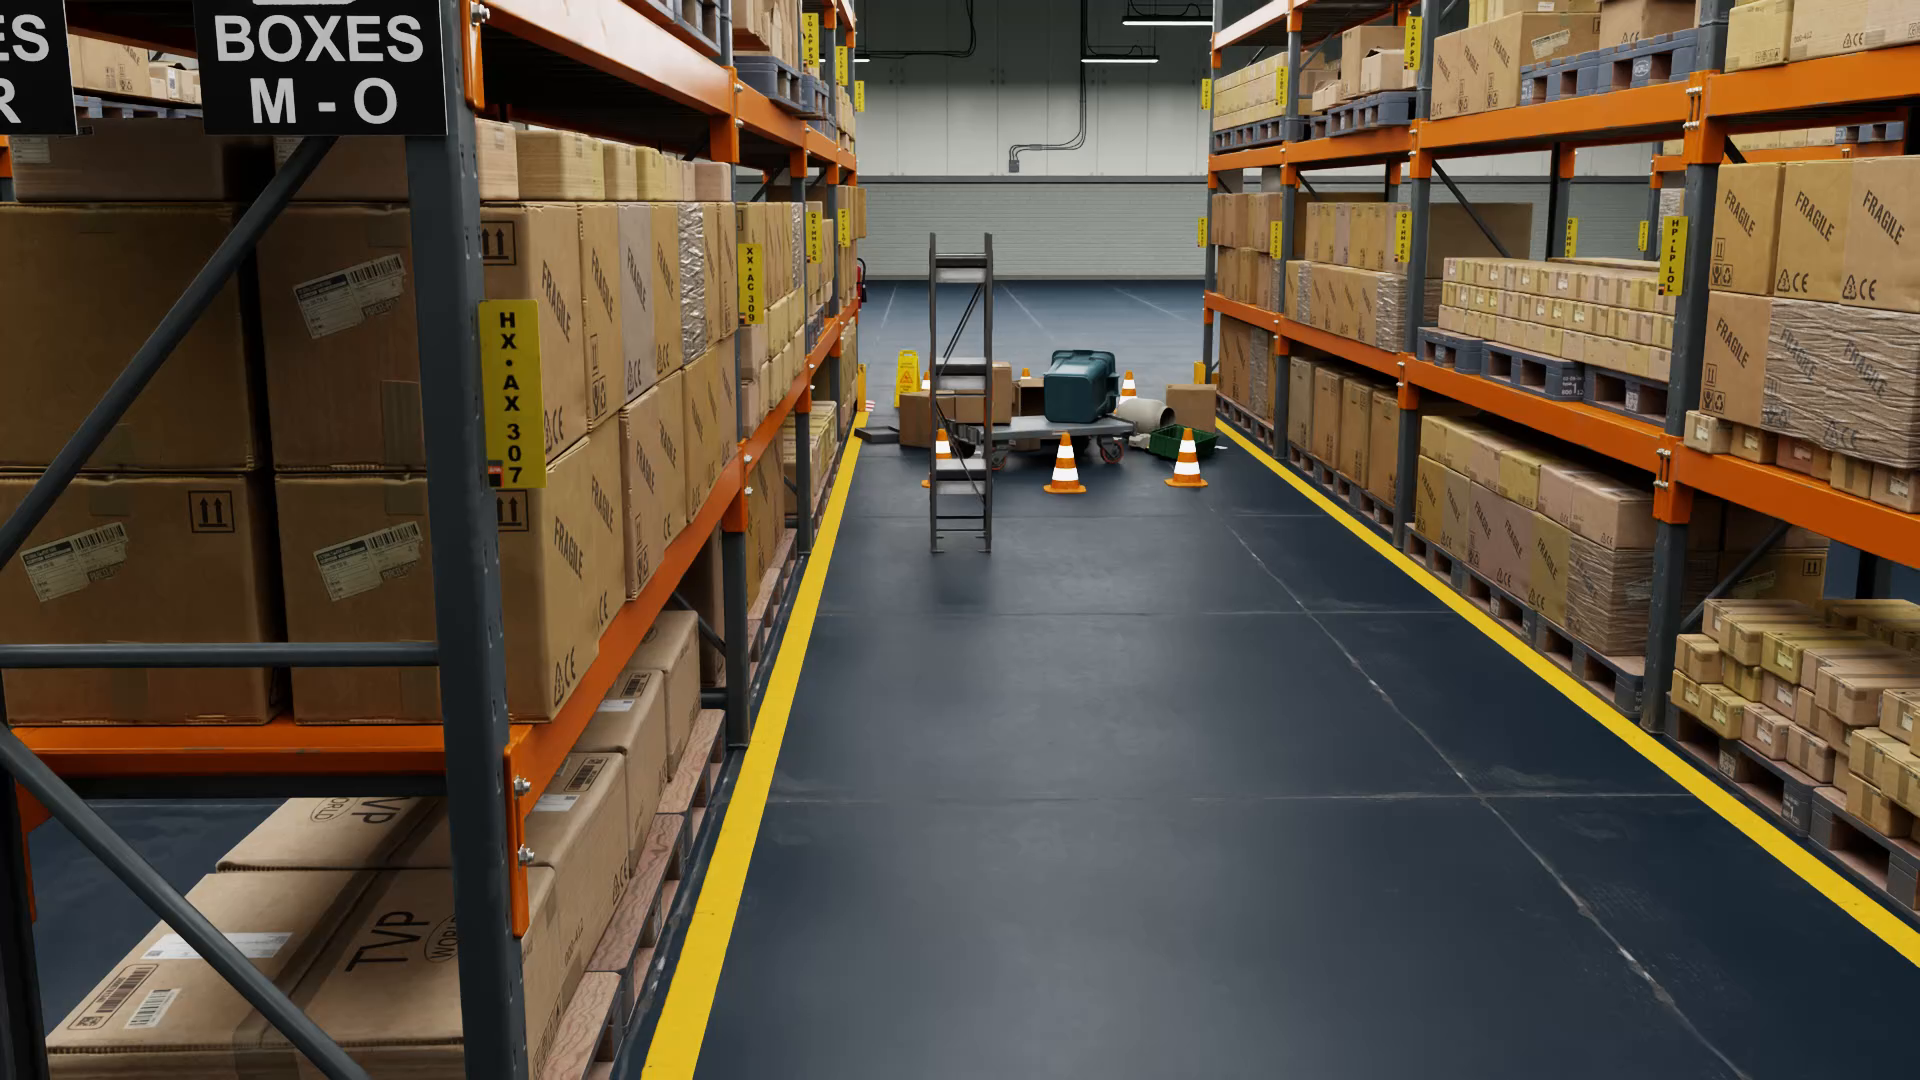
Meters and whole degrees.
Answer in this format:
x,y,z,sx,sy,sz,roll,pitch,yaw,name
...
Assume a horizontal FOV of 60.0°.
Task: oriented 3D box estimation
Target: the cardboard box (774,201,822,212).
x,y,z,sx,sy,sz,roll,pitch,yaw,name
-1.285,-2.609,13.187,0.380,0.149,0.250,-1,11,-4,cardboard box

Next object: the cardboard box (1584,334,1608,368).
x,y,z,sx,sy,sz,roll,pitch,yaw,name
3.316,-0.935,8.197,0.380,0.149,0.250,-1,11,-4,cardboard box

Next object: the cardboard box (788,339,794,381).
x,y,z,sx,sy,sz,roll,pitch,yaw,name
-1.203,-1.003,9.335,0.500,0.250,0.500,0,11,-2,cardboard box

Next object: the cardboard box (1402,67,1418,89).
x,y,z,sx,sy,sz,roll,pitch,yaw,name
3.221,-3.146,11.259,0.380,0.166,0.250,0,11,-1,cardboard box

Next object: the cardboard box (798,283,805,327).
x,y,z,sx,sy,sz,roll,pitch,yaw,name
-1.230,-1.454,10.300,0.500,0.250,0.500,0,11,-1,cardboard box

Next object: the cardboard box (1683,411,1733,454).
x,y,z,sx,sy,sz,roll,pitch,yaw,name
3.215,-0.442,6.825,0.380,0.149,0.250,0,11,1,cardboard box

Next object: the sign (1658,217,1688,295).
x,y,z,sx,sy,sz,roll,pitch,yaw,name
2.981,-1.187,6.954,0.100,0.325,0.005,0,11,-1,sign

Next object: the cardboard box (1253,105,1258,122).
x,y,z,sx,sy,sz,roll,pitch,yaw,name
3.022,-4.088,15.943,0.380,0.149,0.250,0,11,0,cardboard box

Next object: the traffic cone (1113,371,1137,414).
x,y,z,sx,sy,sz,roll,pitch,yaw,name
1.879,-1.653,18.545,0.336,0.463,0.334,0,11,-1,traffic cone

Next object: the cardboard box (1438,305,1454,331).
x,y,z,sx,sy,sz,roll,pitch,yaw,name
3.261,-1.411,10.544,0.380,0.149,0.250,0,11,-2,cardboard box

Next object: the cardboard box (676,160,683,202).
x,y,z,sx,sy,sz,roll,pitch,yaw,name
-1.194,-1.277,5.911,0.380,0.149,0.250,0,11,-1,cardboard box

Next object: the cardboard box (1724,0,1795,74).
x,y,z,sx,sy,sz,roll,pitch,yaw,name
3.282,-1.926,6.342,0.500,0.250,0.500,0,11,2,cardboard box

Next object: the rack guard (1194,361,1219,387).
x,y,z,sx,sy,sz,roll,pitch,yaw,name
3.287,-1.788,19.114,1.175,0.500,0.348,0,11,-1,rack guard

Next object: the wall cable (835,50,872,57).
x,y,z,sx,sy,sz,roll,pitch,yaw,name
-4.162,-13.263,49.411,3.097,2.526,0.112,0,11,-1,wall cable

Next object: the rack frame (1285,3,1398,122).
x,y,z,sx,sy,sz,roll,pitch,yaw,name
3.371,-5.153,14.326,1.000,3.000,0.127,0,11,-1,rack frame

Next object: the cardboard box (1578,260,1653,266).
x,y,z,sx,sy,sz,roll,pitch,yaw,name
3.930,-1.595,9.954,0.380,0.149,0.250,0,11,1,cardboard box

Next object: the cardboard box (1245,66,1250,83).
x,y,z,sx,sy,sz,roll,pitch,yaw,name
3.013,-4.579,16.358,0.380,0.149,0.250,0,11,0,cardboard box

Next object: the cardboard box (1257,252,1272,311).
x,y,z,sx,sy,sz,roll,pitch,yaw,name
3.317,-2.469,15.807,0.875,0.550,0.550,0,11,-1,cardboard box

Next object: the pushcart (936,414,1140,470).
x,y,z,sx,sy,sz,roll,pitch,yaw,name
0.702,-0.907,15.079,1.648,0.377,0.936,-4,12,-21,pushcart

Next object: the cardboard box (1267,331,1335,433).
x,y,z,sx,sy,sz,roll,pitch,yaw,name
3.428,-1.503,15.710,0.875,0.875,0.875,0,11,0,cardboard box

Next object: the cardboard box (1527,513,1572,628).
x,y,z,sx,sy,sz,roll,pitch,yaw,name
3.259,0.148,8.514,0.500,0.500,0.500,-1,11,-2,cardboard box

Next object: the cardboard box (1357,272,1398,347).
x,y,z,sx,sy,sz,roll,pitch,yaw,name
3.167,-1.654,11.918,0.500,0.500,0.500,0,11,-1,cardboard box

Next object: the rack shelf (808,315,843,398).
x,y,z,sx,sy,sz,roll,pitch,yaw,name
-1.535,-1.422,12.835,1.077,0.370,4.000,0,11,-1,rack shelf

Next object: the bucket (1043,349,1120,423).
x,y,z,sx,sy,sz,roll,pitch,yaw,name
1.063,-1.371,15.184,0.726,0.611,0.620,4,22,18,bucket

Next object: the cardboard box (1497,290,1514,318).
x,y,z,sx,sy,sz,roll,pitch,yaw,name
3.289,-1.343,9.461,0.380,0.149,0.250,0,11,-1,cardboard box

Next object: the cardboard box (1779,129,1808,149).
x,y,z,sx,sy,sz,roll,pitch,yaw,name
8.061,-3.803,15.594,0.500,0.250,0.500,0,11,0,cardboard box

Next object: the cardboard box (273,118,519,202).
x,y,z,sx,sy,sz,roll,pitch,yaw,name
-1.059,-0.716,3.145,0.380,0.149,0.250,0,11,0,cardboard box

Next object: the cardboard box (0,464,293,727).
x,y,z,sx,sy,sz,roll,pitch,yaw,name
-1.603,0.069,3.423,0.500,0.500,0.500,0,11,-1,cardboard box

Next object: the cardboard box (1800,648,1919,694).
x,y,z,sx,sy,sz,roll,pitch,yaw,name
3.365,0.503,6.152,0.380,0.149,0.250,-1,11,-3,cardboard box

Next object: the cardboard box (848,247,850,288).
x,y,z,sx,sy,sz,roll,pitch,yaw,name
-1.368,-2.756,16.599,0.500,0.500,0.500,0,11,0,cardboard box

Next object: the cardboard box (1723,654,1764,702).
x,y,z,sx,sy,sz,roll,pitch,yaw,name
3.318,0.546,6.688,0.380,0.149,0.250,0,11,-1,cardboard box

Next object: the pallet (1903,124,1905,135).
x,y,z,sx,sy,sz,roll,pitch,yaw,name
8.262,-3.262,13.021,1.213,0.211,1.003,0,11,-1,pallet

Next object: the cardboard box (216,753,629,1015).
x,y,z,sx,sy,sz,roll,pitch,yaw,name
-1.469,0.950,4.720,0.875,0.438,0.875,0,11,0,cardboard box

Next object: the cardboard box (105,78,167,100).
x,y,z,sx,sy,sz,roll,pitch,yaw,name
-6.197,-3.382,12.467,0.380,0.149,0.250,0,11,-2,cardboard box

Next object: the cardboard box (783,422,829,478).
x,y,z,sx,sy,sz,roll,pitch,yaw,name
-1.529,-0.705,13.043,0.950,0.372,0.625,0,11,1,cardboard box

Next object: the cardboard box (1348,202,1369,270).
x,y,z,sx,sy,sz,roll,pitch,yaw,name
3.419,-2.350,12.833,0.700,0.500,0.500,0,11,-2,cardboard box

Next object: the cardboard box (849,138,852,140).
x,y,z,sx,sy,sz,roll,pitch,yaw,name
-1.383,-4.309,17.341,0.500,0.250,0.500,0,11,-2,cardboard box

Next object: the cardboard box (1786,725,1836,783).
x,y,z,sx,sy,sz,roll,pitch,yaw,name
3.340,0.795,6.212,0.380,0.149,0.250,0,11,-2,cardboard box

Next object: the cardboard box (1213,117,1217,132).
x,y,z,sx,sy,sz,roll,pitch,yaw,name
2.974,-4.540,18.175,0.380,0.149,0.250,0,11,-1,cardboard box

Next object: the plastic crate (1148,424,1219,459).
x,y,z,sx,sy,sz,roll,pitch,yaw,name
2.057,-0.892,15.340,0.450,0.188,0.662,17,18,26,plastic crate

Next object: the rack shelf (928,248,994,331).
x,y,z,sx,sy,sz,roll,pitch,yaw,name
0.003,-1.669,11.052,0.431,0.518,0.480,0,11,-1,rack shelf

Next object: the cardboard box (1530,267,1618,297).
x,y,z,sx,sy,sz,roll,pitch,yaw,name
3.299,-1.389,8.938,0.380,0.149,0.250,0,11,-2,cardboard box

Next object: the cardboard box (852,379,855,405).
x,y,z,sx,sy,sz,roll,pitch,yaw,name
-1.370,-1.563,17.580,0.500,0.250,0.500,0,11,-1,cardboard box

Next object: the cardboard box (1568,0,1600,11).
x,y,z,sx,sy,sz,roll,pitch,yaw,name
3.747,-3.131,9.726,0.396,0.266,0.258,0,11,-1,cardboard box

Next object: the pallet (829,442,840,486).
x,y,z,sx,sy,sz,roll,pitch,yaw,name
-1.559,-0.651,14.238,1.003,0.211,1.213,0,11,-1,pallet

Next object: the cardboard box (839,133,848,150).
x,y,z,sx,sy,sz,roll,pitch,yaw,name
-1.276,-3.839,16.025,0.380,0.149,0.250,0,11,-2,cardboard box

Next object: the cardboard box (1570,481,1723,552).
x,y,z,sx,sy,sz,roll,pitch,yaw,name
3.268,-0.118,7.941,0.500,0.250,0.500,-1,11,-3,cardboard box

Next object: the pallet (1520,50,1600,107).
x,y,z,sx,sy,sz,roll,pitch,yaw,name
3.605,-2.330,8.428,1.213,0.211,1.003,0,11,-1,pallet

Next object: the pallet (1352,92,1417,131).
x,y,z,sx,sy,sz,roll,pitch,yaw,name
3.387,-2.923,11.354,1.213,0.211,1.003,0,11,1,pallet

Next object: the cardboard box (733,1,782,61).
x,y,z,sx,sy,sz,roll,pitch,yaw,name
-1.099,-2.557,8.355,0.396,0.266,0.258,1,11,4,cardboard box

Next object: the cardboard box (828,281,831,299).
x,y,z,sx,sy,sz,roll,pitch,yaw,name
-1.261,-2.050,13.697,0.380,0.149,0.250,0,11,-2,cardboard box

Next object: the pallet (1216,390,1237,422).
x,y,z,sx,sy,sz,roll,pitch,yaw,name
3.383,-1.483,18.337,1.003,0.211,1.213,0,11,-1,pallet

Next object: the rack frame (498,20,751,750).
x,y,z,sx,sy,sz,roll,pitch,yaw,name
-1.411,-0.582,6.885,1.000,3.000,0.127,0,11,-1,rack frame

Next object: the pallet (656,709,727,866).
x,y,z,sx,sy,sz,roll,pitch,yaw,name
-1.473,0.936,6.415,1.003,0.211,1.213,0,11,-1,pallet

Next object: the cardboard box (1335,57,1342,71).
x,y,z,sx,sy,sz,roll,pitch,yaw,name
3.691,-4.380,15.380,0.380,0.149,0.250,0,11,-2,cardboard box

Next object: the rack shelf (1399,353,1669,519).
x,y,z,sx,sy,sz,roll,pitch,yaw,name
3.495,-0.668,9.115,1.077,0.370,4.000,0,11,-1,rack shelf

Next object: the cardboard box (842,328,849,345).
x,y,z,sx,sy,sz,roll,pitch,yaw,name
-1.274,-1.962,16.027,0.380,0.149,0.250,0,11,1,cardboard box

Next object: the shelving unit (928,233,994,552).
x,y,z,sx,sy,sz,roll,pitch,yaw,name
0.003,-0.996,11.188,0.431,2.100,0.503,0,11,-1,shelving unit
